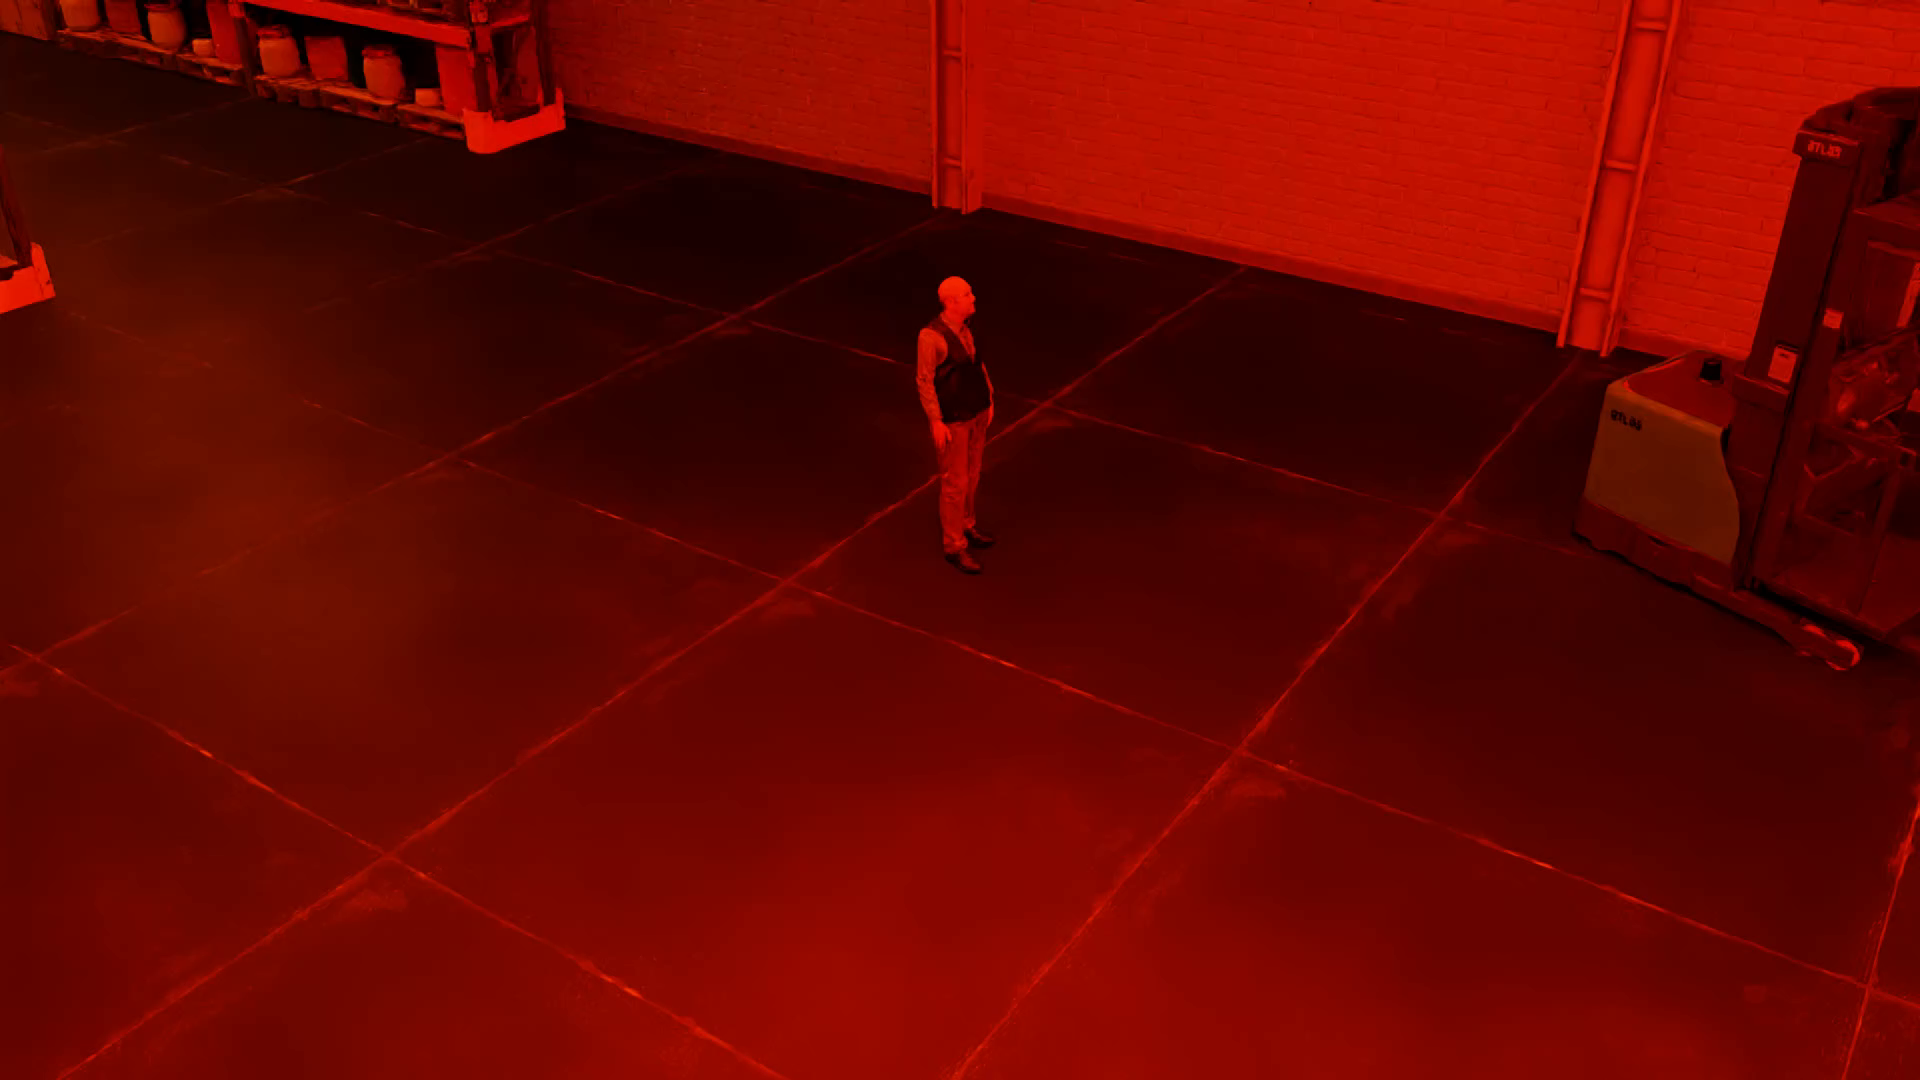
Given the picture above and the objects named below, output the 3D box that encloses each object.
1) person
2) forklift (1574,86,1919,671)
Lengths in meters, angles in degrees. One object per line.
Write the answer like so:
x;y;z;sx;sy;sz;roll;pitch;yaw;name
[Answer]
0.047;-0.730;10.028;0.567;1.720;0.632;19;35;29;person
5.140;-0.821;8.995;1.130;2.935;3.031;-20;36;-31;forklift
